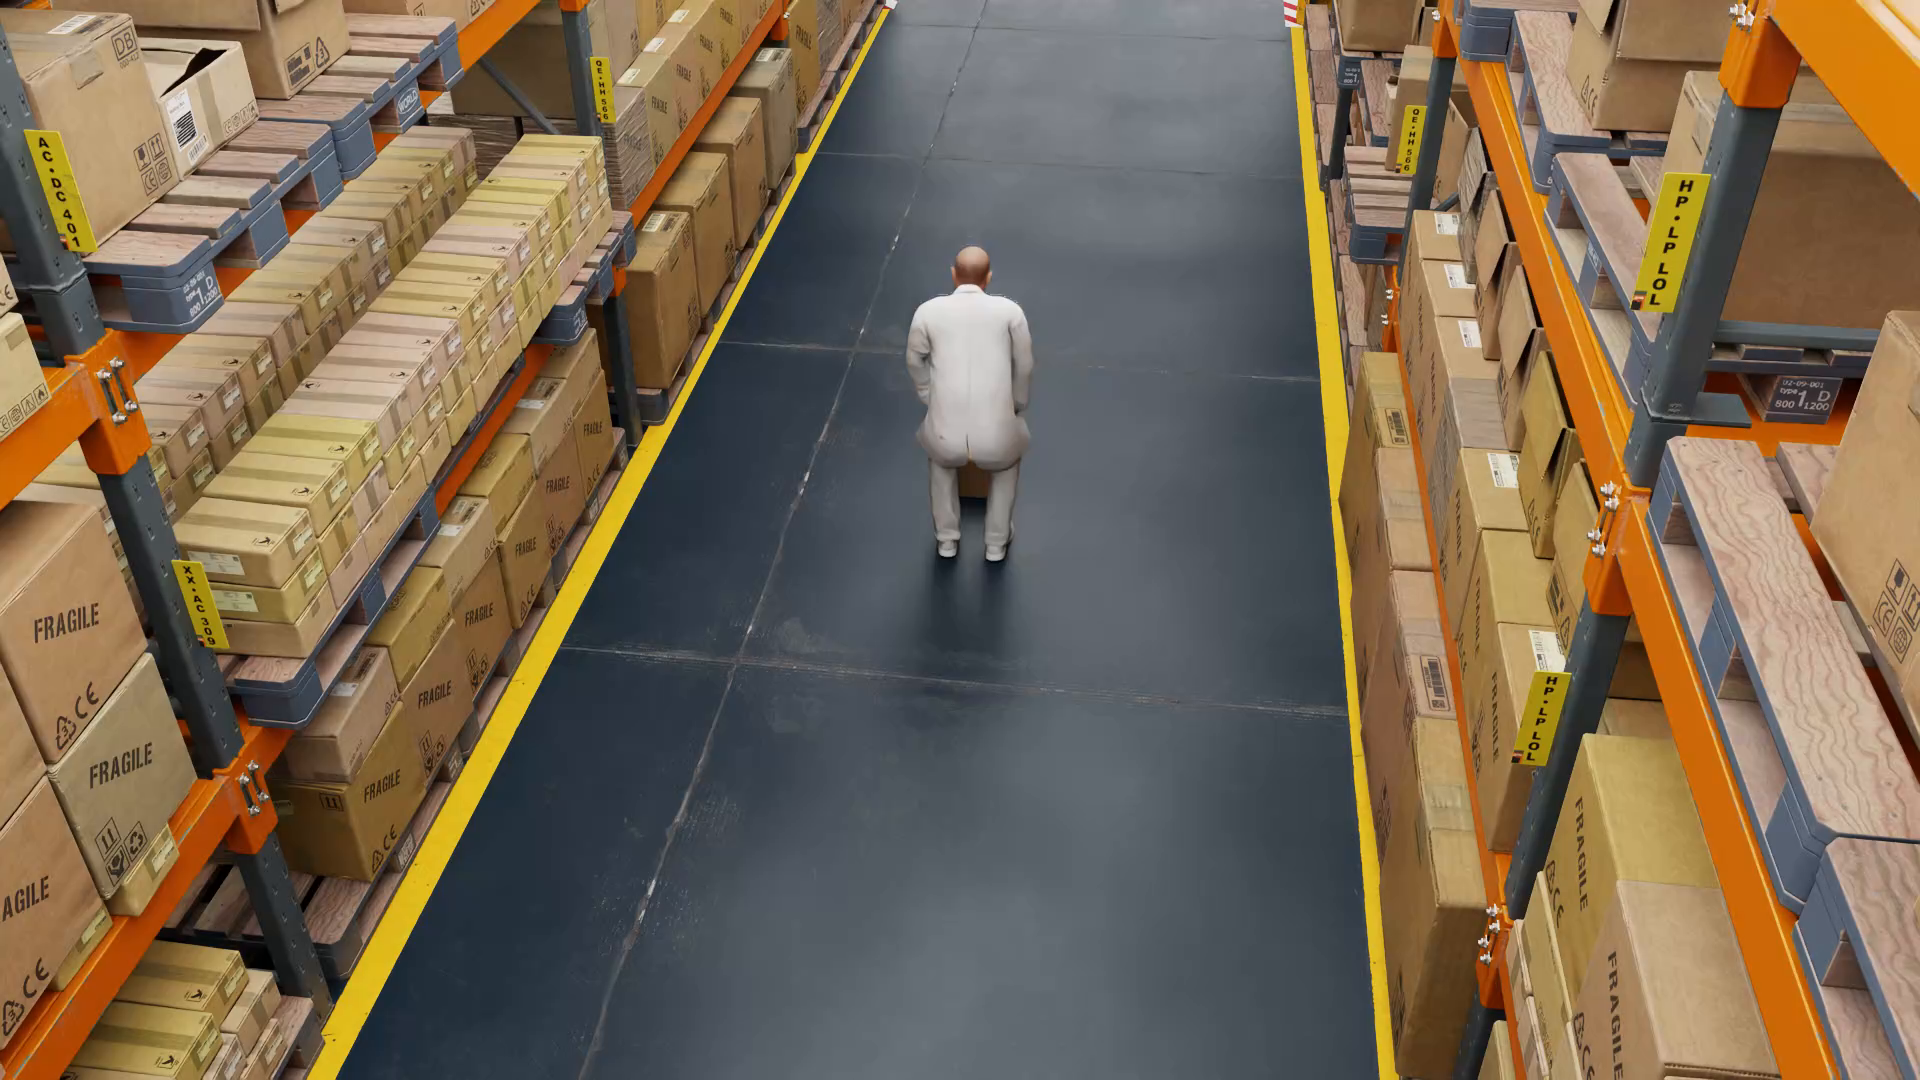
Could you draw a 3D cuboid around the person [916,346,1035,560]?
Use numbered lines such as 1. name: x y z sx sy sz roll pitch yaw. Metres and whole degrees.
1. person: 0.089 -0.508 8.419 0.590 1.009 0.942 3 36 4
